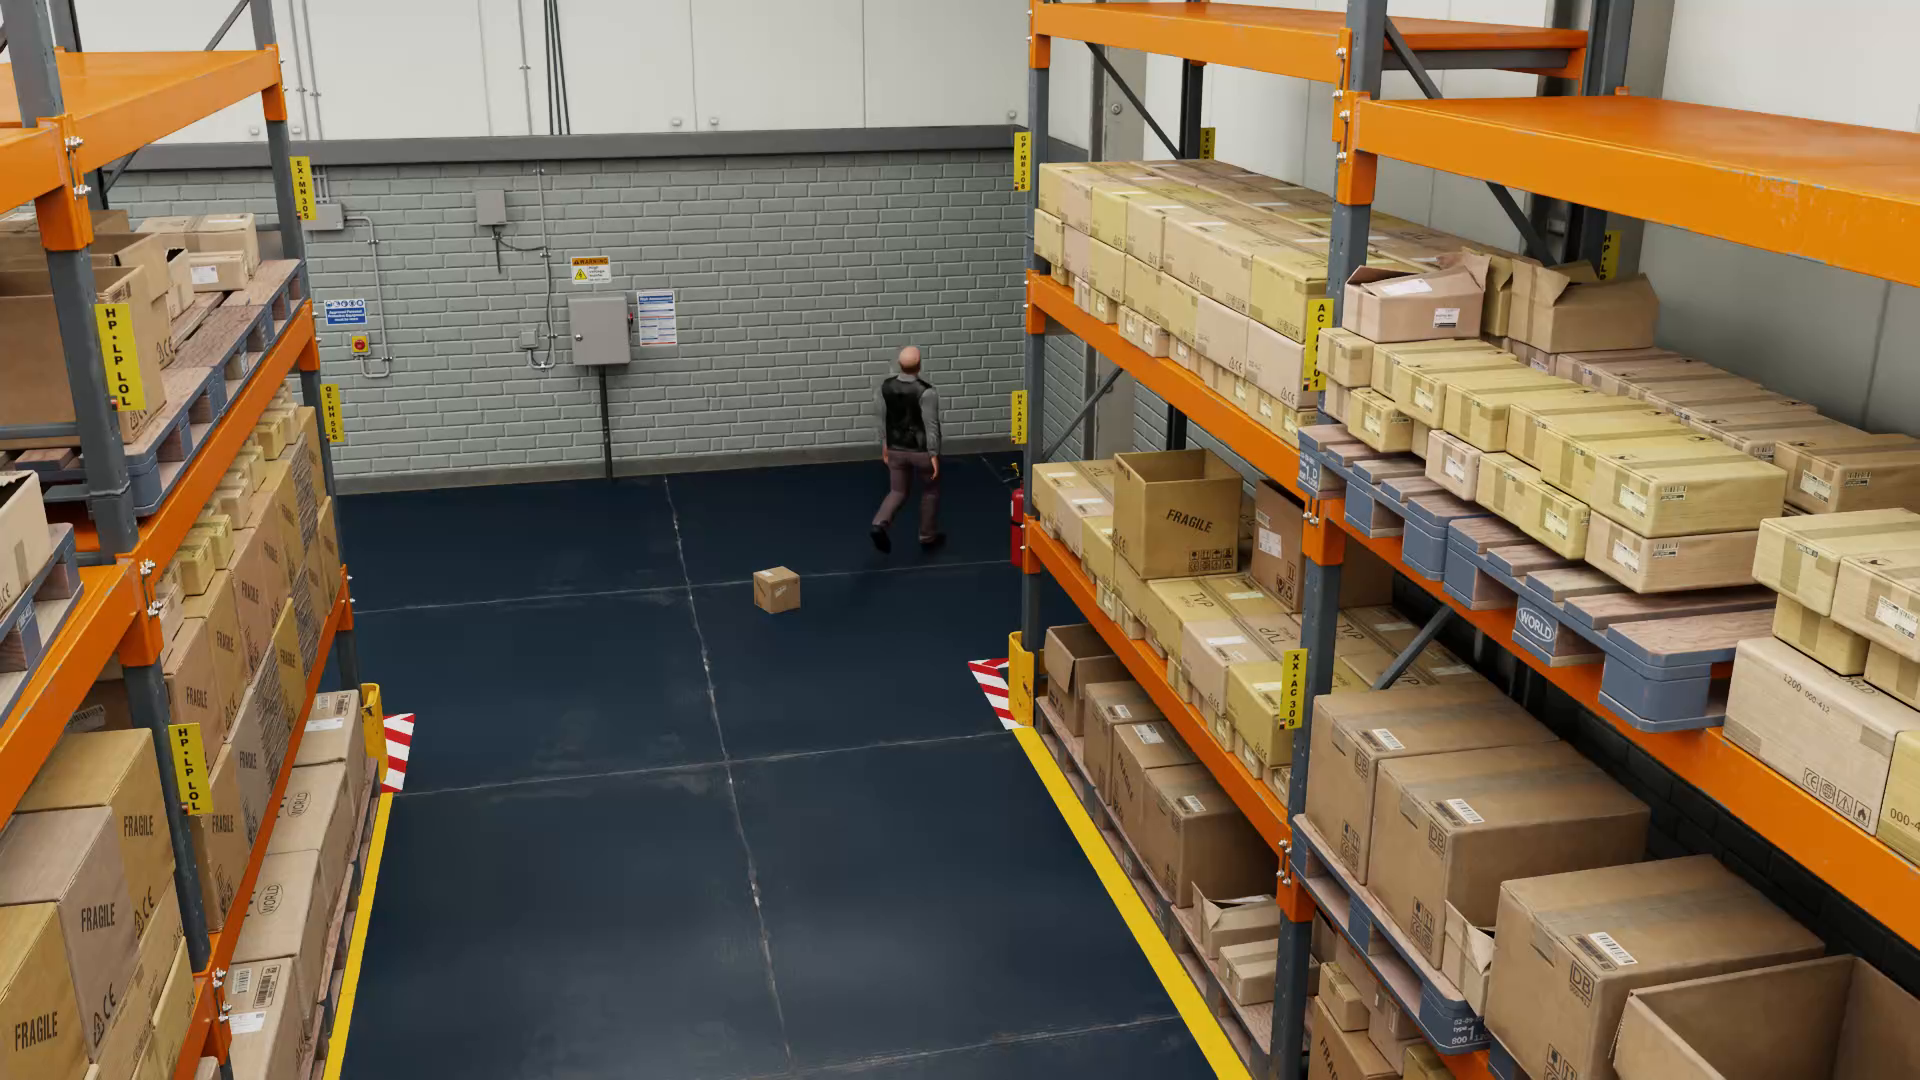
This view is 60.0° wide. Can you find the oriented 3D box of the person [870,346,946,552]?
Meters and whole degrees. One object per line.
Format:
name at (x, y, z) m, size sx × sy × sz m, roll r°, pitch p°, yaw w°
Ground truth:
person at (-0.399, -0.696, 13.061) m, size 0.549 × 1.690 × 0.808 m, roll 9°, pitch 21°, yaw 24°
